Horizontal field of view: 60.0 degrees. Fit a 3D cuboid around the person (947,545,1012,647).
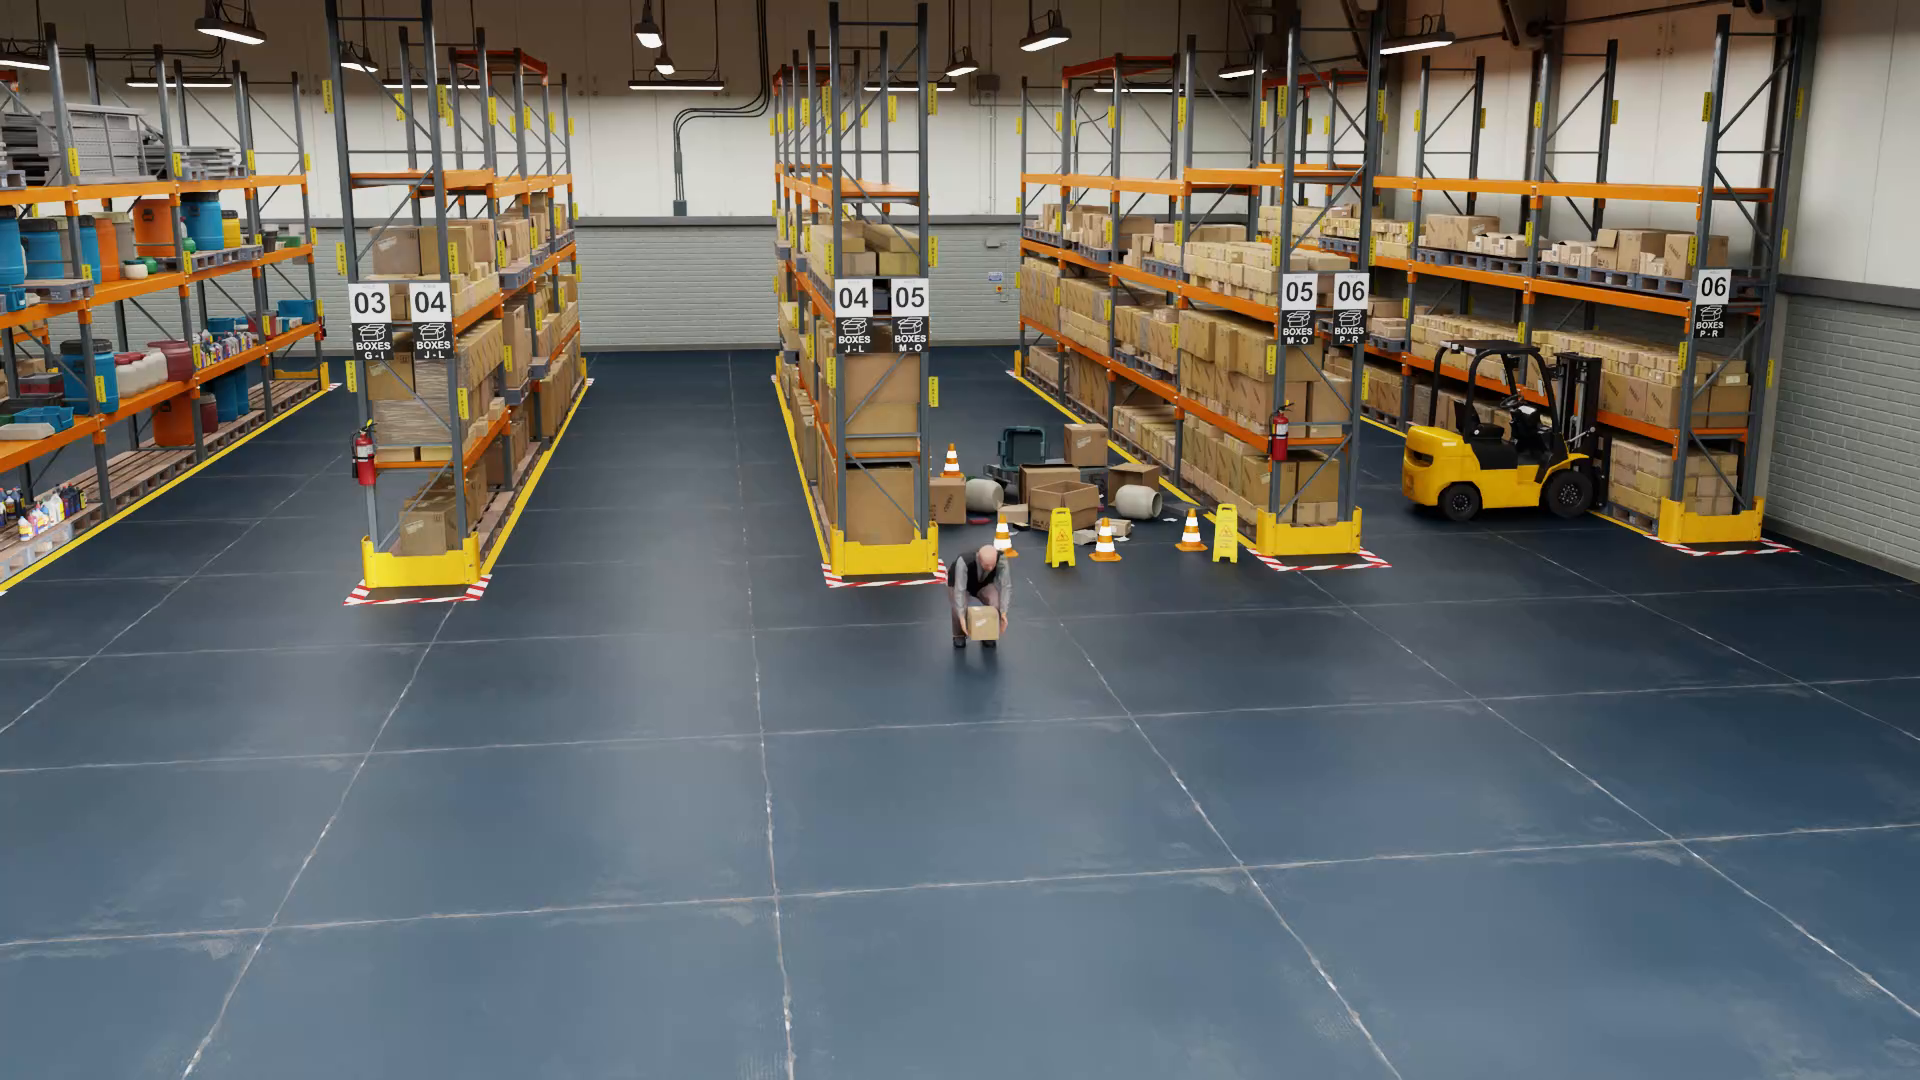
[{"bbox_3d":[0.180,0.486,15.457,0.553,1.043,0.846,-2,13,-8],"label":"person"}]
